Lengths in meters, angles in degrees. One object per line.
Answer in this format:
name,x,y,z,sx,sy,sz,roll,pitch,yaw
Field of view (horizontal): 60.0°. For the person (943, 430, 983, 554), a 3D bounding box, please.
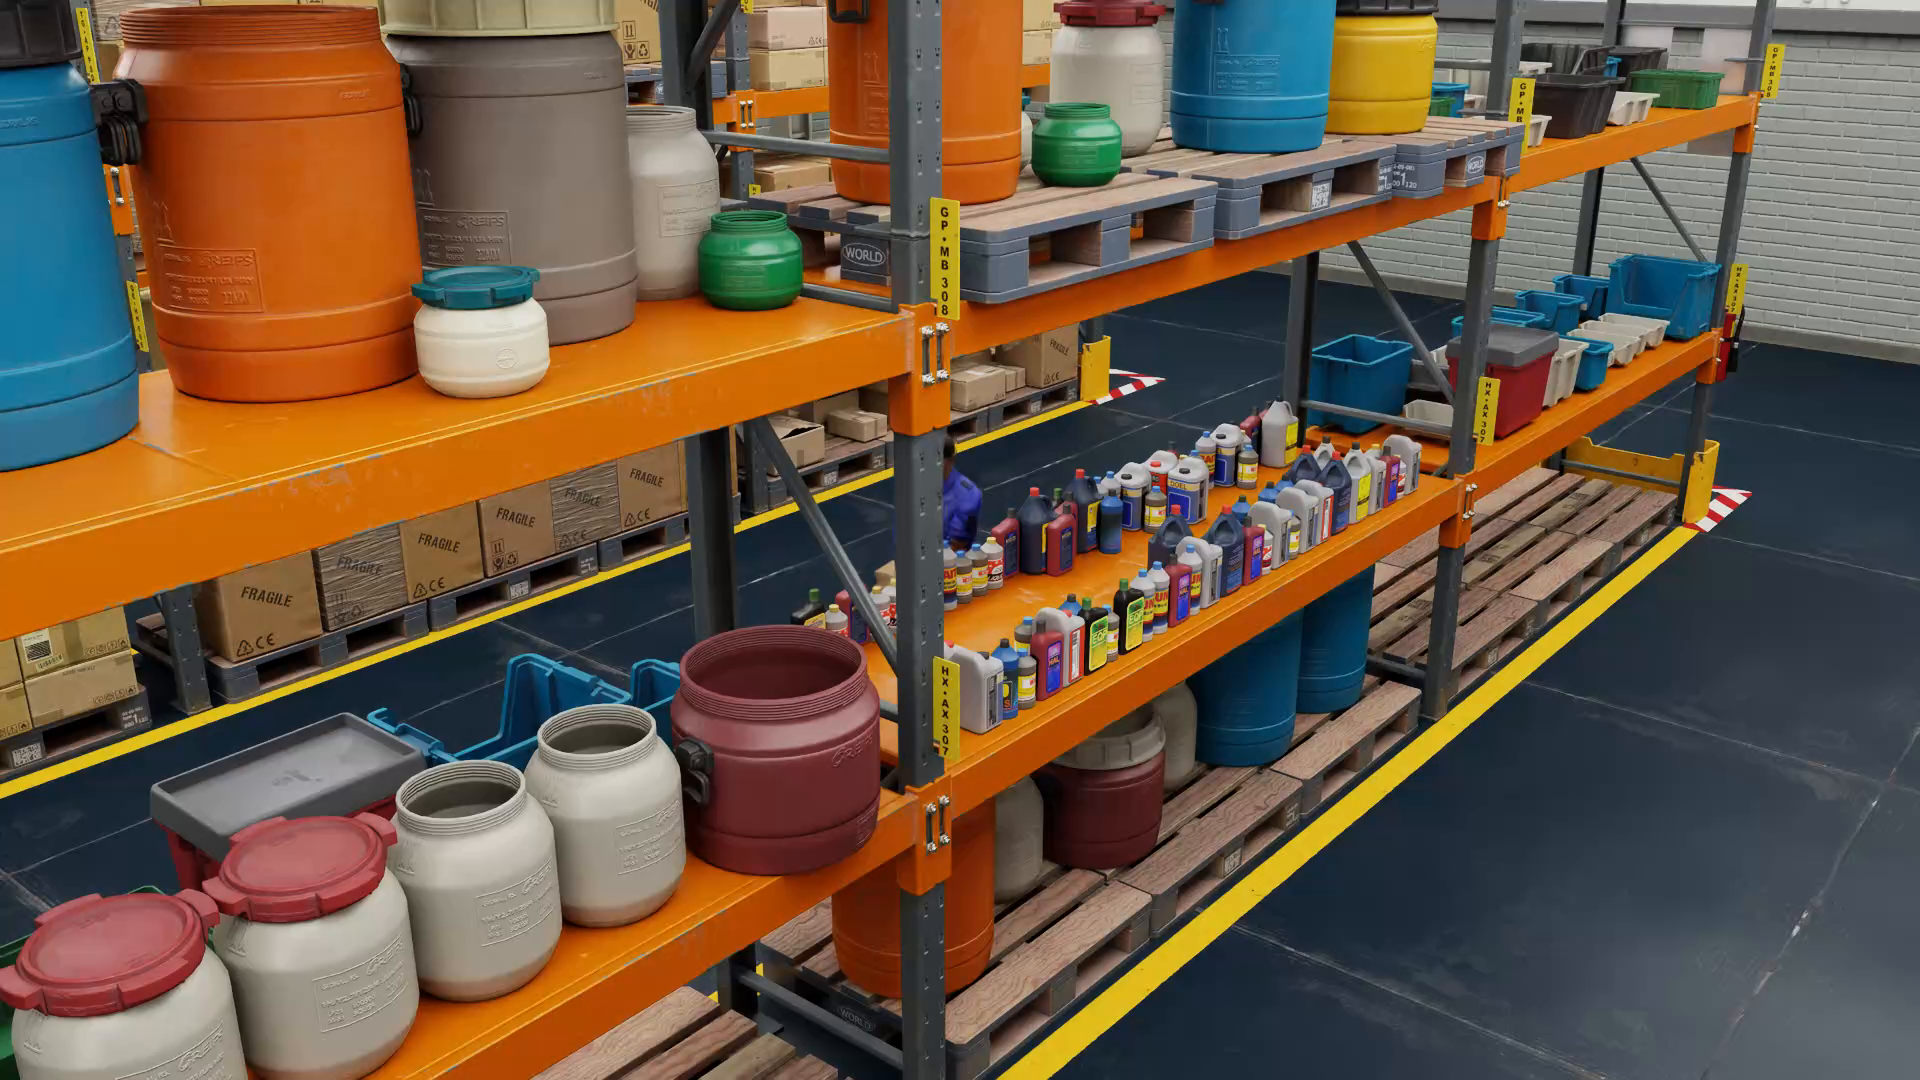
person,-0.088,0.241,7.977,0.410,1.637,0.534,15,25,35
